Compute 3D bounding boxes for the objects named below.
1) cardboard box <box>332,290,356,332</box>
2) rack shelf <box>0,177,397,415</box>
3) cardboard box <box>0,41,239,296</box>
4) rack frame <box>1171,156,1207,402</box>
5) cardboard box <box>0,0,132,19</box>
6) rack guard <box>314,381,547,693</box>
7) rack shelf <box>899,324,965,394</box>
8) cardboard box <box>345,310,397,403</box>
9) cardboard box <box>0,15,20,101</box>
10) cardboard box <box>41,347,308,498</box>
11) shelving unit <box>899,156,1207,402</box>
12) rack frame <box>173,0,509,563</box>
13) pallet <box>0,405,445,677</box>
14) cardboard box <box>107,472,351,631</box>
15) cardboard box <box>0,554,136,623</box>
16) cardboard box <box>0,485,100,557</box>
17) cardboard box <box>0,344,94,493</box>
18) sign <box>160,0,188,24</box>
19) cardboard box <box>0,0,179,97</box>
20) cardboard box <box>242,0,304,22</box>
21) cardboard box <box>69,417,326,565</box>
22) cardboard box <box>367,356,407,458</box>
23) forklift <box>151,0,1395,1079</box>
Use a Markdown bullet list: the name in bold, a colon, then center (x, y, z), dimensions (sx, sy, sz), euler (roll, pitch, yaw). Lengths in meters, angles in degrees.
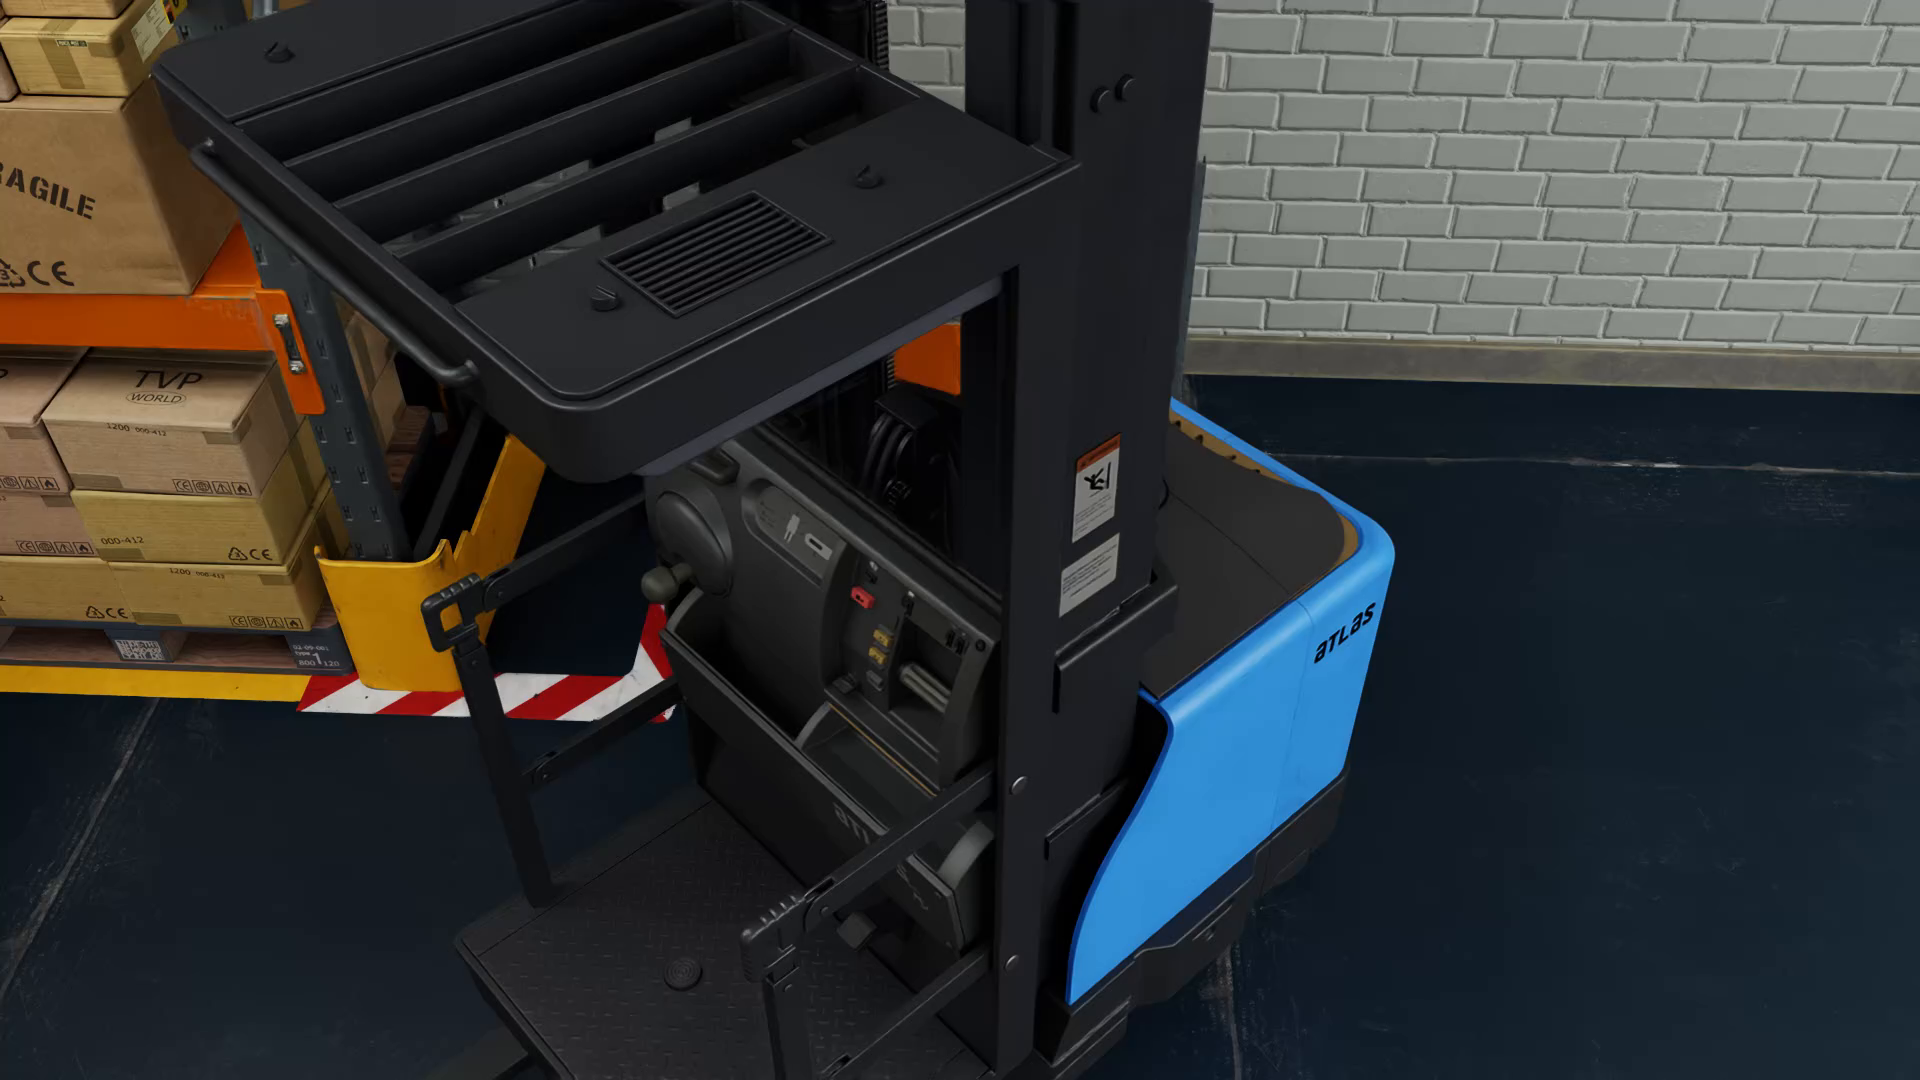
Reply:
- **cardboard box**: center (-2.044, -0.719, 4.797), dimensions (0.500, 0.250, 0.500), euler (1, 43, 1)
- **rack shelf**: center (-3.570, -0.861, 4.501), dimensions (4.000, 0.370, 1.077), euler (2, 43, 2)
- **cardboard box**: center (-2.076, -0.935, 3.980), dimensions (0.500, 0.500, 0.500), euler (1, 43, 1)
- **rack frame**: center (0.593, -0.531, 4.719), dimensions (0.032, 1.500, 0.500), euler (2, 43, 2)
- **cardboard box**: center (-1.940, -1.313, 3.691), dimensions (0.250, 0.149, 0.380), euler (2, 43, 2)
- **rack guard**: center (-1.548, -0.147, 5.041), dimensions (0.348, 0.500, 1.175), euler (2, 43, 2)
- **rack shelf**: center (0.085, -0.415, 4.859), dimensions (1.000, 0.185, 0.538), euler (2, 43, 2)
- **cardboard box**: center (-2.033, -0.549, 4.981), dimensions (0.500, 0.250, 0.500), euler (2, 43, 3)
- **cardboard box**: center (-2.188, -1.144, 3.728), dimensions (0.250, 0.149, 0.380), euler (2, 43, 3)
- **cardboard box**: center (-2.046, -0.378, 4.430), dimensions (0.500, 0.250, 0.500), euler (3, 43, 3)
- **shelving unit**: center (0.076, -0.546, 4.736), dimensions (1.083, 1.500, 0.587), euler (2, 43, 2)
- **rack frame**: center (-1.572, -1.062, 4.190), dimensions (0.127, 3.000, 1.000), euler (2, 43, 2)
- **pallet**: center (-2.338, -0.037, 5.135), dimensions (1.213, 0.211, 1.003), euler (2, 43, 2)
- **cardboard box**: center (-2.056, -0.009, 4.768), dimensions (0.500, 0.250, 0.500), euler (2, 43, 2)
- **cardboard box**: center (-2.552, -0.031, 4.792), dimensions (0.500, 0.250, 0.500), euler (2, 43, 2)
- **cardboard box**: center (-2.573, -0.218, 4.625), dimensions (0.500, 0.250, 0.500), euler (1, 43, 1)
- **cardboard box**: center (-2.557, -0.389, 4.443), dimensions (0.500, 0.250, 0.500), euler (2, 43, 3)
- **sign**: center (-1.611, -1.204, 3.318), dimensions (0.005, 0.325, 0.100), euler (2, 43, 2)
- **cardboard box**: center (-1.931, -1.156, 3.741), dimensions (0.250, 0.149, 0.380), euler (2, 43, 3)
- **cardboard box**: center (-2.055, -1.303, 4.375), dimensions (0.500, 0.500, 0.500), euler (3, 43, 3)
- **cardboard box**: center (-2.073, -0.195, 4.601), dimensions (0.500, 0.250, 0.500), euler (1, 43, 1)
- **cardboard box**: center (-2.054, -0.358, 5.143), dimensions (0.500, 0.250, 0.500), euler (2, 43, 2)
- **forklift**: center (-0.437, 0.141, 2.948), dimensions (3.031, 2.935, 1.130), euler (-32, 52, -30)
